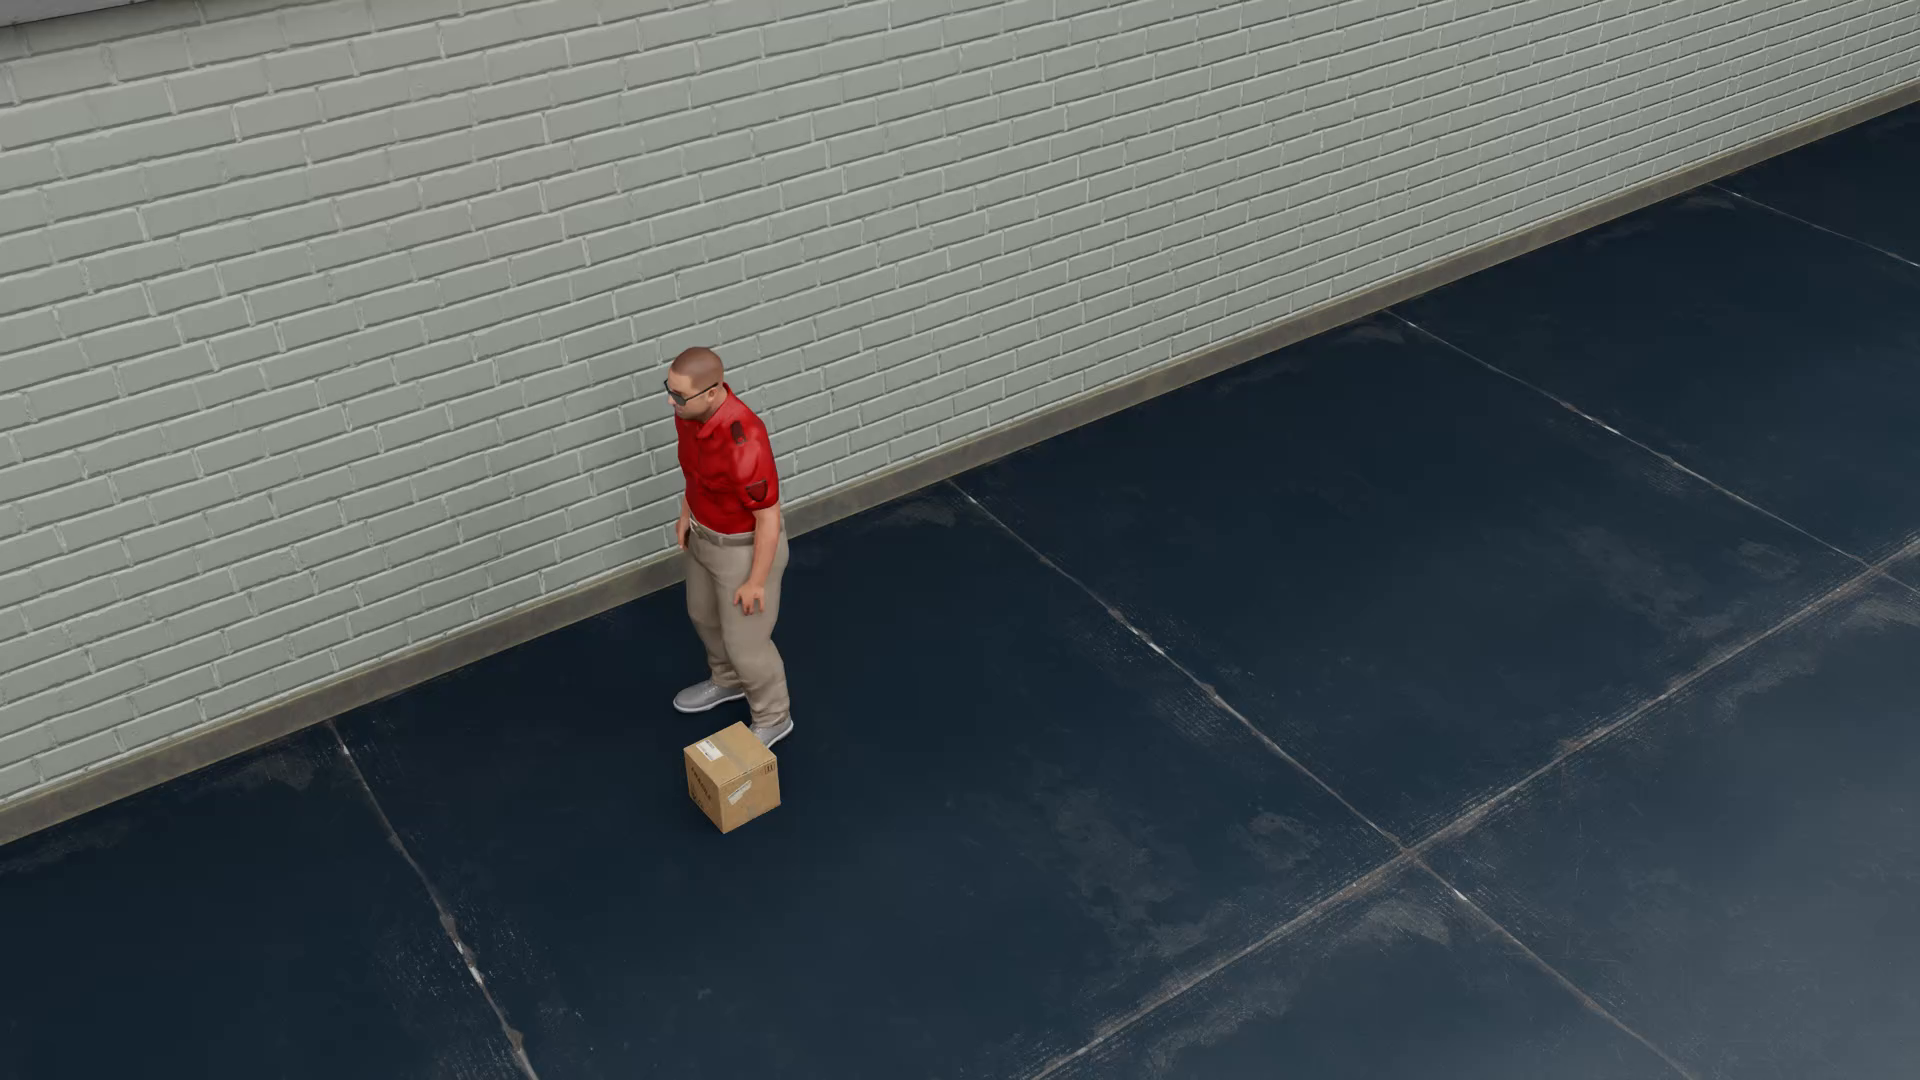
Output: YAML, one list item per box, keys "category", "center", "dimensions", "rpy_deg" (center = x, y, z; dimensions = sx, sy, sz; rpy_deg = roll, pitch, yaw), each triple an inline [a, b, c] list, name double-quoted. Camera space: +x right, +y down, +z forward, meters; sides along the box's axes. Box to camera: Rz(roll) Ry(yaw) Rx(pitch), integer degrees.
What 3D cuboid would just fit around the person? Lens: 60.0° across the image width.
- category: "person"
  center: [-0.853, 0.034, 6.112]
  dimensions: [0.391, 1.727, 0.585]
  rpy_deg: [-22, 42, -28]
